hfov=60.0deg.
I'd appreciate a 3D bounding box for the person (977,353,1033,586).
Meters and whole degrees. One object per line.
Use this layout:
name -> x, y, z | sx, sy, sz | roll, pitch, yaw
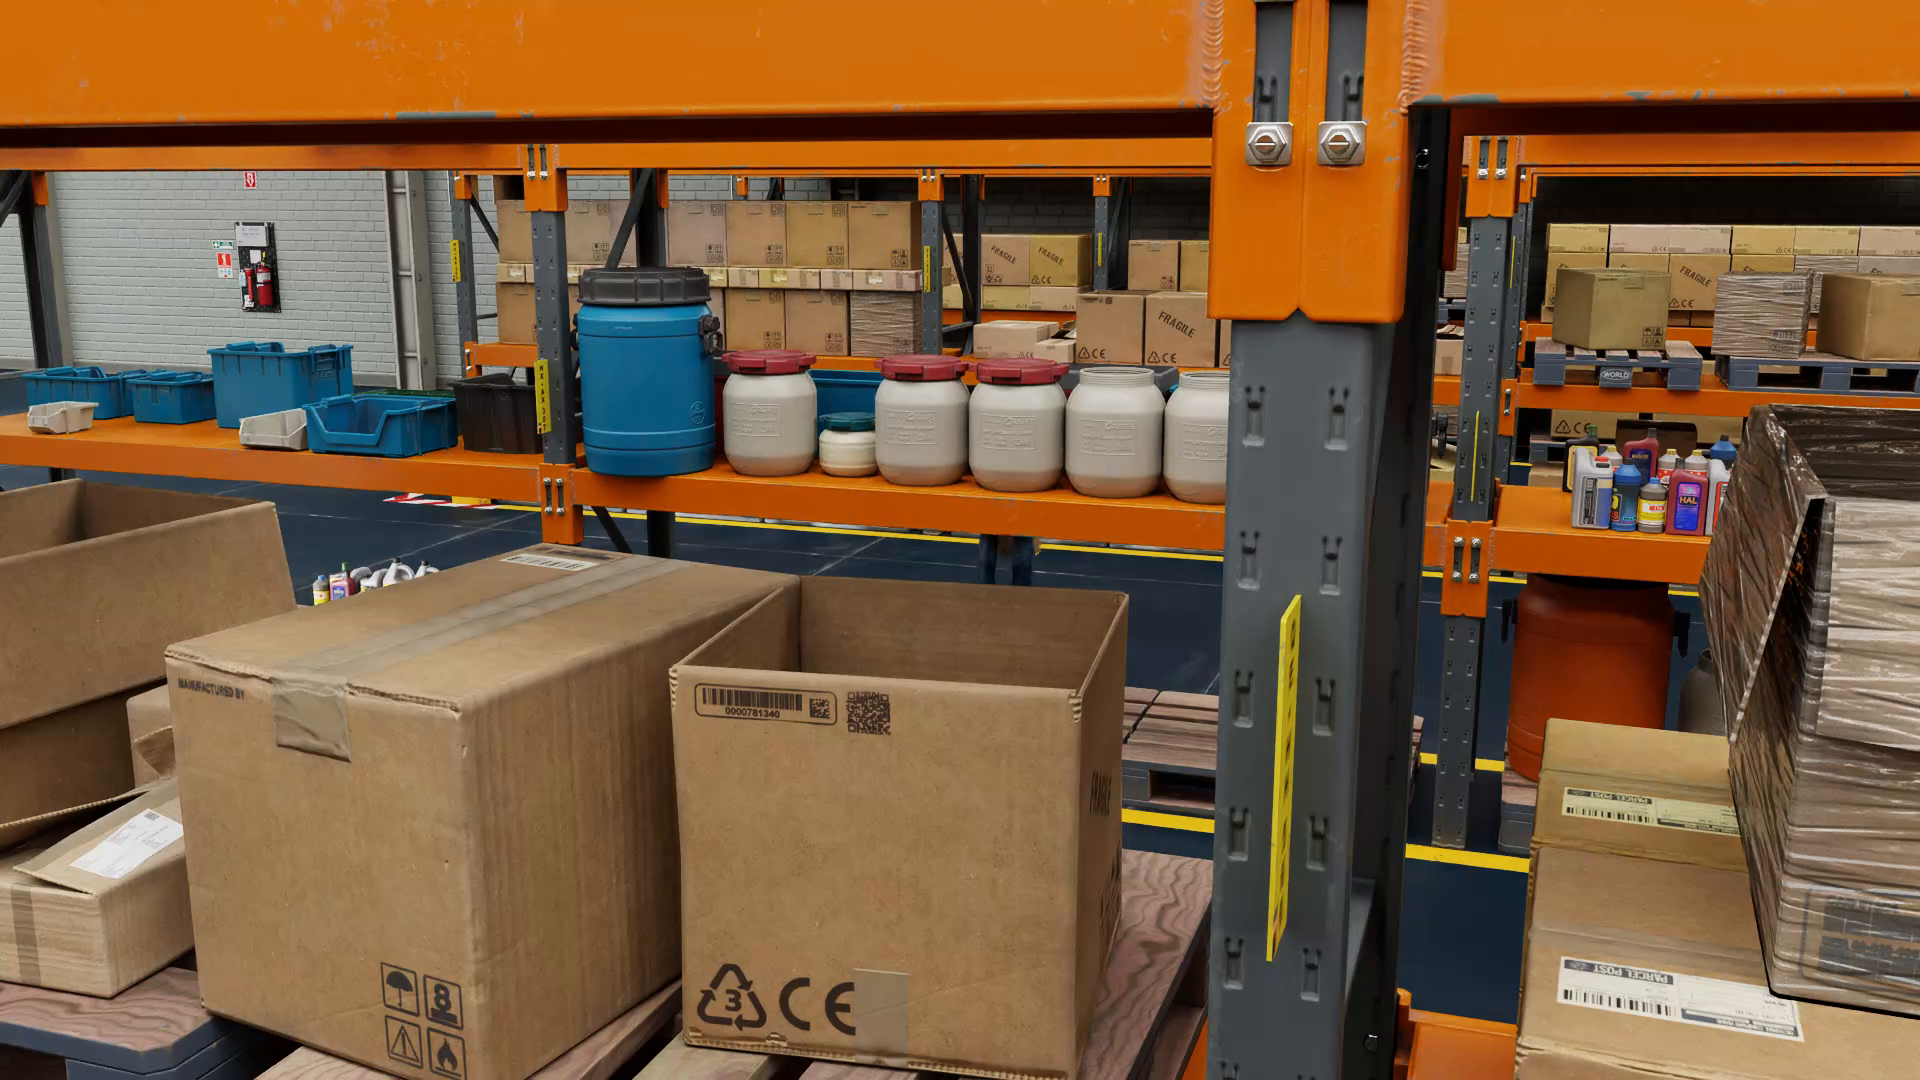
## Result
person -> 0.262, -0.316, 9.948 | 0.452, 1.598, 0.338 | 4, 13, 17
